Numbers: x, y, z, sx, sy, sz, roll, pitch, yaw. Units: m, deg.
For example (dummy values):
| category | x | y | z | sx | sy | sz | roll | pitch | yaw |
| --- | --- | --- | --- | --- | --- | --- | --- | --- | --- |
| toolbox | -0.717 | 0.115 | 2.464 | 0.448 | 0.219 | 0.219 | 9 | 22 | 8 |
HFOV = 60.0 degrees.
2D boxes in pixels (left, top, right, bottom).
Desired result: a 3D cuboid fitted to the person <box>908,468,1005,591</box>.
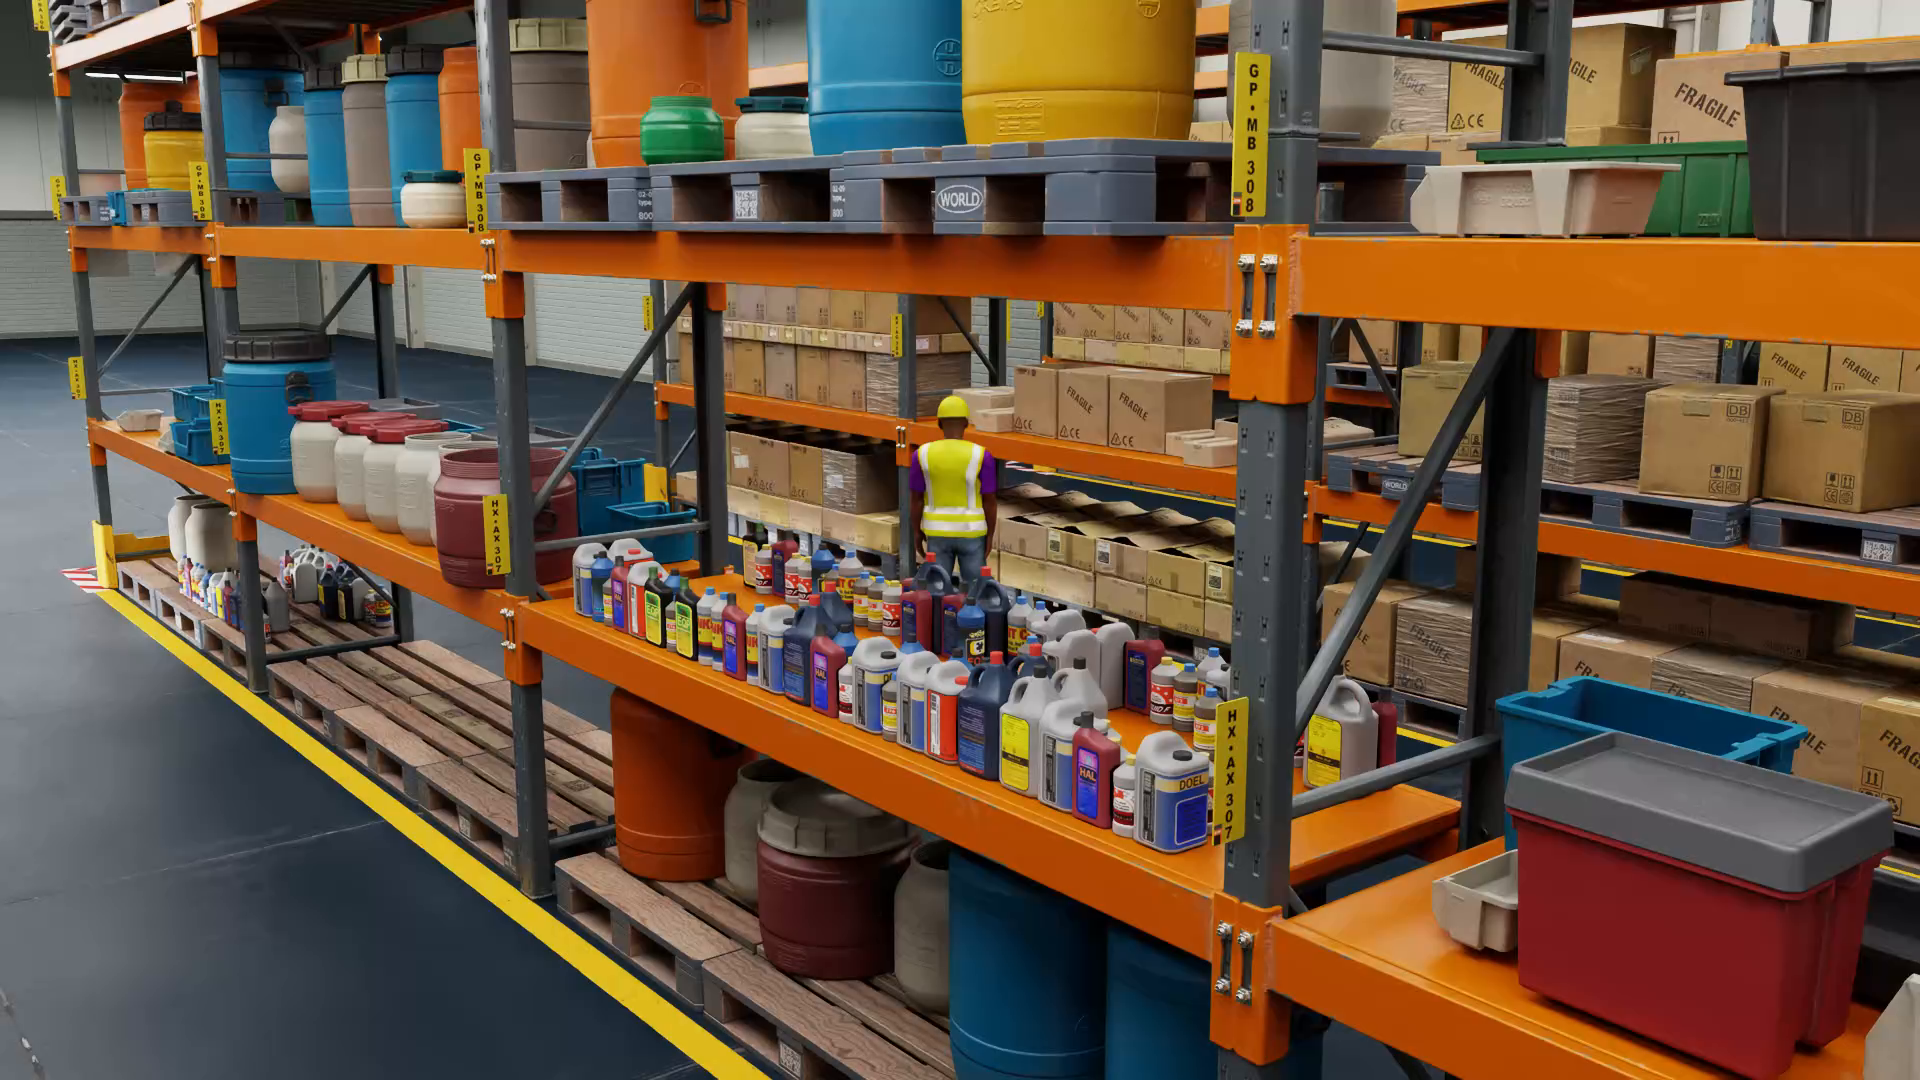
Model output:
| category | x | y | z | sx | sy | sz | roll | pitch | yaw |
| --- | --- | --- | --- | --- | --- | --- | --- | --- | --- |
| person | -0.043 | 0.200 | 10.693 | 0.623 | 1.253 | 0.828 | 2 | 11 | 9 |
